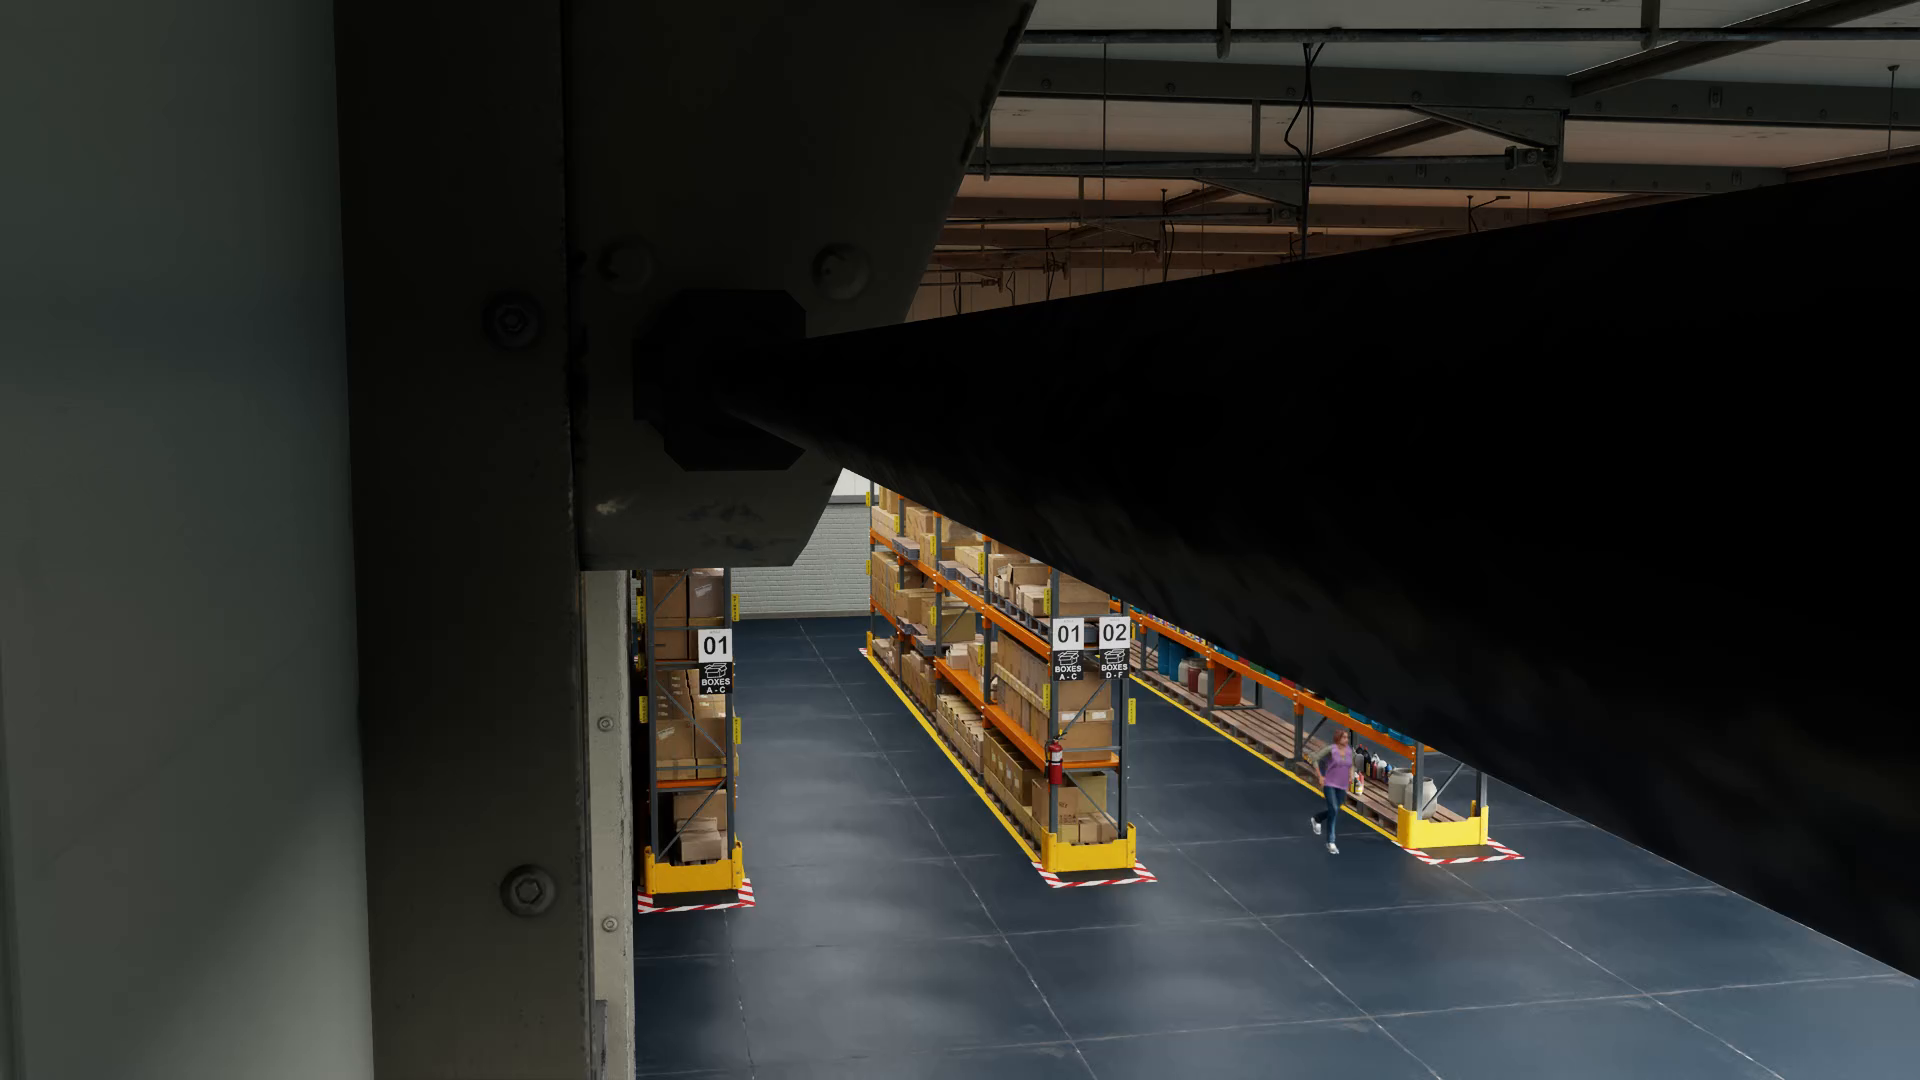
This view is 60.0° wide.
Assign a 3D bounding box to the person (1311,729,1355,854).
[{"bbox_3d":[4.948,3.274,22.001,0.579,1.569,0.791,-2,6,-19],"label":"person"}]
